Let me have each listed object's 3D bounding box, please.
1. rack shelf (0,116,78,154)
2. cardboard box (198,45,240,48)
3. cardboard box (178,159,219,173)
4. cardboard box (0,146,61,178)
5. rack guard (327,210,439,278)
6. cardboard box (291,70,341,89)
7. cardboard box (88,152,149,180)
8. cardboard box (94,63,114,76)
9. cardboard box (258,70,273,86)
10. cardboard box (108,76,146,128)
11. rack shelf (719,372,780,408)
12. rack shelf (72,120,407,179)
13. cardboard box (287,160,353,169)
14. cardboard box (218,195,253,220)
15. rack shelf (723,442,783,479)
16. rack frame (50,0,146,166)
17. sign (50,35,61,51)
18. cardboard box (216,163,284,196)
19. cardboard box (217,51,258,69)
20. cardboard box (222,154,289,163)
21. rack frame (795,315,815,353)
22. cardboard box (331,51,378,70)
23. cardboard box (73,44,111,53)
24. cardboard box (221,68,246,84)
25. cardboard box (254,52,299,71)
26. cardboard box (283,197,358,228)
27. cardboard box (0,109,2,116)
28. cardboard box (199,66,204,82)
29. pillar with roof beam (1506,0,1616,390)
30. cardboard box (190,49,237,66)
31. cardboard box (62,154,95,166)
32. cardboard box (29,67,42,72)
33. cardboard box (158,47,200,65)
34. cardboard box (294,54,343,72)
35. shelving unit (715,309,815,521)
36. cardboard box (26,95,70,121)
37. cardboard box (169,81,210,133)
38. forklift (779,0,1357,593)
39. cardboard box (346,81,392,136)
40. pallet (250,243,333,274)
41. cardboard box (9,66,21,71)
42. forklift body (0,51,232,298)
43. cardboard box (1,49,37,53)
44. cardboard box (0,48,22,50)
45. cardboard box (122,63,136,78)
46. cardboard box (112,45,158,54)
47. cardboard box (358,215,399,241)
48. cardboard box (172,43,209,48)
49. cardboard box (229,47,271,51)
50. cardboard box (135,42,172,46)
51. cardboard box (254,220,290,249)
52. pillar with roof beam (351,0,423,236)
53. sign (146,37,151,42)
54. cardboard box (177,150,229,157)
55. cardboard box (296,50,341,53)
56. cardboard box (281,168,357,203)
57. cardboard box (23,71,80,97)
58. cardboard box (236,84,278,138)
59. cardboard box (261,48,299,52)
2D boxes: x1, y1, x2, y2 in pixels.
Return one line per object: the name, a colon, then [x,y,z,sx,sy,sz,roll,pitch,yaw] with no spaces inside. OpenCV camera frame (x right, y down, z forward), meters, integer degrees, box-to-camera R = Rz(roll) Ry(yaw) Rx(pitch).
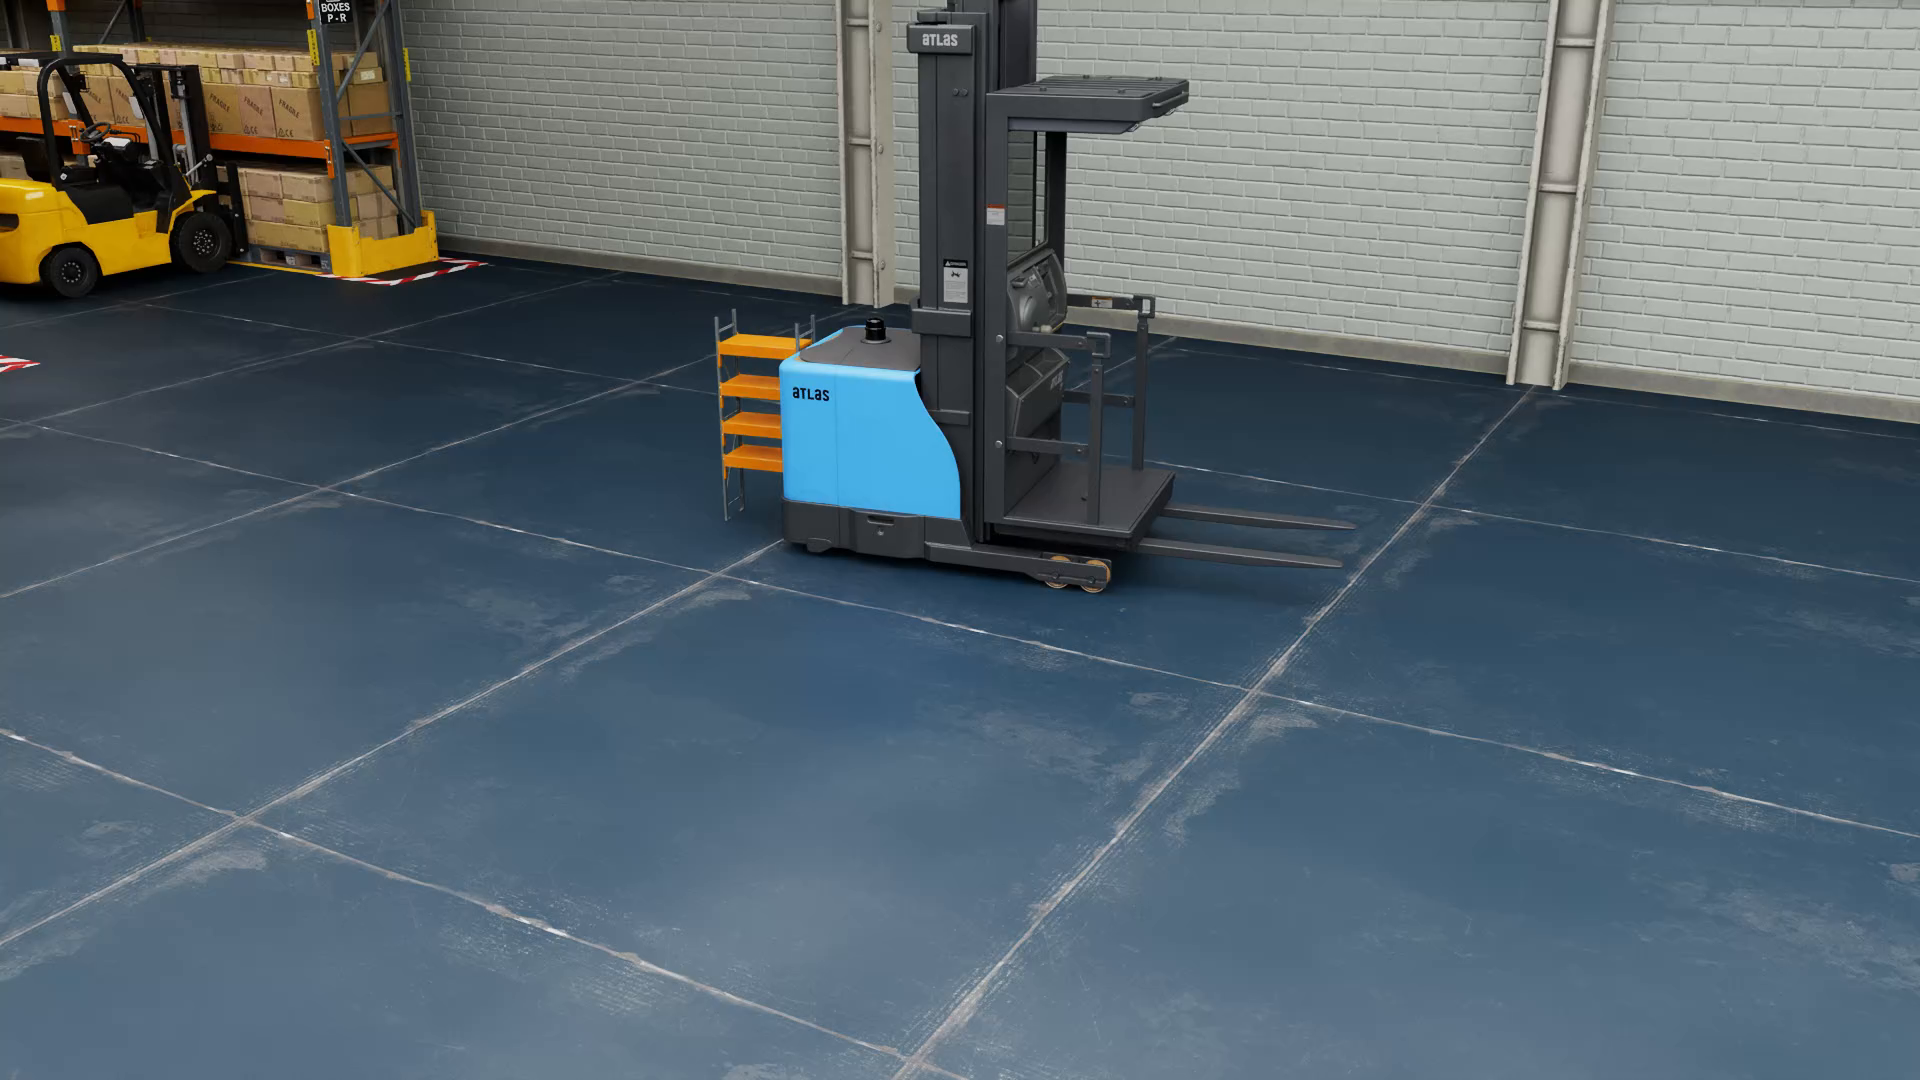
rack shelf: [-11.151,-4.881,19.477,4.000,0.370,1.077,11,23,27]
cardboard box: [-7.877,-5.193,17.747,0.250,0.149,0.380,11,22,27]
cardboard box: [-8.254,-3.920,17.723,0.500,0.250,0.500,12,23,29]
cardboard box: [-11.197,-4.307,19.706,0.625,0.625,0.875,10,22,25]
rack guard: [-5.892,-3.042,17.019,0.348,0.500,1.175,11,23,27]
cardboard box: [-6.352,-4.547,16.405,0.250,0.149,0.380,11,23,28]
cardboard box: [-9.136,-4.088,18.185,0.500,0.250,0.500,10,22,26]
cardboard box: [-9.028,-5.065,17.830,0.250,0.149,0.380,11,23,29]
cardboard box: [-6.786,-4.643,16.667,0.250,0.149,0.380,11,23,28]
cardboard box: [-8.682,-4.700,17.777,0.500,0.500,0.500,11,23,28]
rack shelf: [-1.091,-0.834,9.445,0.480,0.148,0.258,7,21,17]
rack shelf: [-7.659,-4.216,17.643,4.000,0.370,1.077,11,23,27]
cardboard box: [-6.678,-3.814,17.432,0.500,0.250,0.500,11,23,27]
cardboard box: [-7.384,-3.515,17.340,0.500,0.250,0.500,10,22,26]
rack shelf: [-1.091,-0.437,9.589,0.480,0.148,0.258,7,21,17]
rack frame: [-9.405,-4.887,18.437,0.127,3.000,1.000,11,23,27]
sign: [-9.661,-5.230,17.804,0.005,0.325,0.100,11,23,27]
cardboard box: [-7.361,-3.744,17.238,0.500,0.250,0.500,11,23,28]
cardboard box: [-7.263,-4.851,16.805,0.250,0.149,0.380,11,23,29]
cardboard box: [-7.553,-3.988,17.911,0.500,0.250,0.500,10,22,26]
rack frame: [-0.860,-0.660,9.425,0.015,1.200,0.240,7,21,17]
cardboard box: [-6.102,-4.833,16.754,0.250,0.149,0.380,10,22,26]
cardboard box: [-9.271,-5.237,17.869,0.250,0.149,0.380,11,23,28]
cardboard box: [-7.253,-4.717,16.873,0.250,0.149,0.380,10,22,26]
cardboard box: [-6.800,-4.777,16.602,0.250,0.149,0.380,11,23,28]
cardboard box: [-6.490,-3.349,16.882,0.500,0.250,0.500,10,22,27]
cardboard box: [-10.833,-4.996,18.958,0.500,0.250,0.500,11,23,28]
cardboard box: [-7.658,-4.822,17.161,0.250,0.149,0.380,11,22,27]
pillar with roof beam: [2.296,-4.148,7.605,0.400,9.000,9.100,11,23,27]
cardboard box: [-7.670,-4.963,17.115,0.250,0.149,0.380,11,23,28]
cardboard box: [-9.866,-4.051,19.001,0.625,0.625,0.875,12,23,30]
cardboard box: [-10.046,-5.267,18.387,0.250,0.149,0.380,10,22,27]
cardboard box: [-8.108,-5.046,17.344,0.250,0.149,0.380,11,23,27]
cardboard box: [-6.328,-4.710,16.416,0.250,0.149,0.380,11,23,27]
shelving unit: [-1.091,-0.687,9.498,0.503,1.200,0.258,7,21,17]
cardboard box: [-9.972,-4.822,18.479,0.500,0.250,0.500,11,23,29]
cardboard box: [-7.811,-4.526,17.298,0.500,0.500,0.500,11,23,28]
forklift: [0.592,-1.308,8.674,3.031,2.935,1.130,7,21,18]
cardboard box: [-6.210,-4.433,17.041,0.500,0.500,0.500,12,23,29]
pallet: [-6.601,-3.025,17.395,1.213,0.211,1.003,11,23,27]
cardboard box: [-10.528,-5.327,18.555,0.250,0.149,0.380,10,22,26]
forklift body: [-8.458,-3.595,16.120,1.214,2.155,2.313,11,23,27]
cardboard box: [-10.915,-5.628,19.384,0.250,0.149,0.380,11,23,28]
cardboard box: [-11.338,-5.735,19.679,0.250,0.149,0.380,10,22,26]
cardboard box: [-8.608,-4.966,17.560,0.250,0.149,0.380,11,23,28]
cardboard box: [-8.772,-5.181,17.714,0.250,0.149,0.380,10,22,26]
cardboard box: [-6.246,-3.266,17.386,0.500,0.250,0.500,11,23,28]
cardboard box: [-8.293,-5.298,18.038,0.250,0.149,0.380,10,22,26]
cardboard box: [-7.438,-5.098,17.487,0.250,0.149,0.380,11,23,28]
cardboard box: [-8.780,-5.361,18.211,0.250,0.149,0.380,10,22,26]
cardboard box: [-6.907,-3.196,17.193,0.500,0.250,0.500,11,23,27]
pillar with roof beam: [-8.181,-6.144,13.106,0.400,9.000,9.100,11,23,27]
sign: [-9.136,-5.496,18.732,0.005,0.325,0.100,11,23,27]
cardboard box: [-8.431,-4.157,18.377,0.500,0.250,0.500,10,22,27]
cardboard box: [-6.551,-4.926,17.011,0.250,0.149,0.380,11,23,28]
cardboard box: [-6.467,-3.580,16.785,0.500,0.250,0.500,12,23,29]
cardboard box: [-9.958,-5.057,18.393,0.500,0.250,0.500,10,22,26]
cardboard box: [-6.919,-4.361,16.842,0.500,0.500,0.500,12,23,29]
cardboard box: [-7.002,-5.008,17.237,0.250,0.149,0.380,12,23,29]
